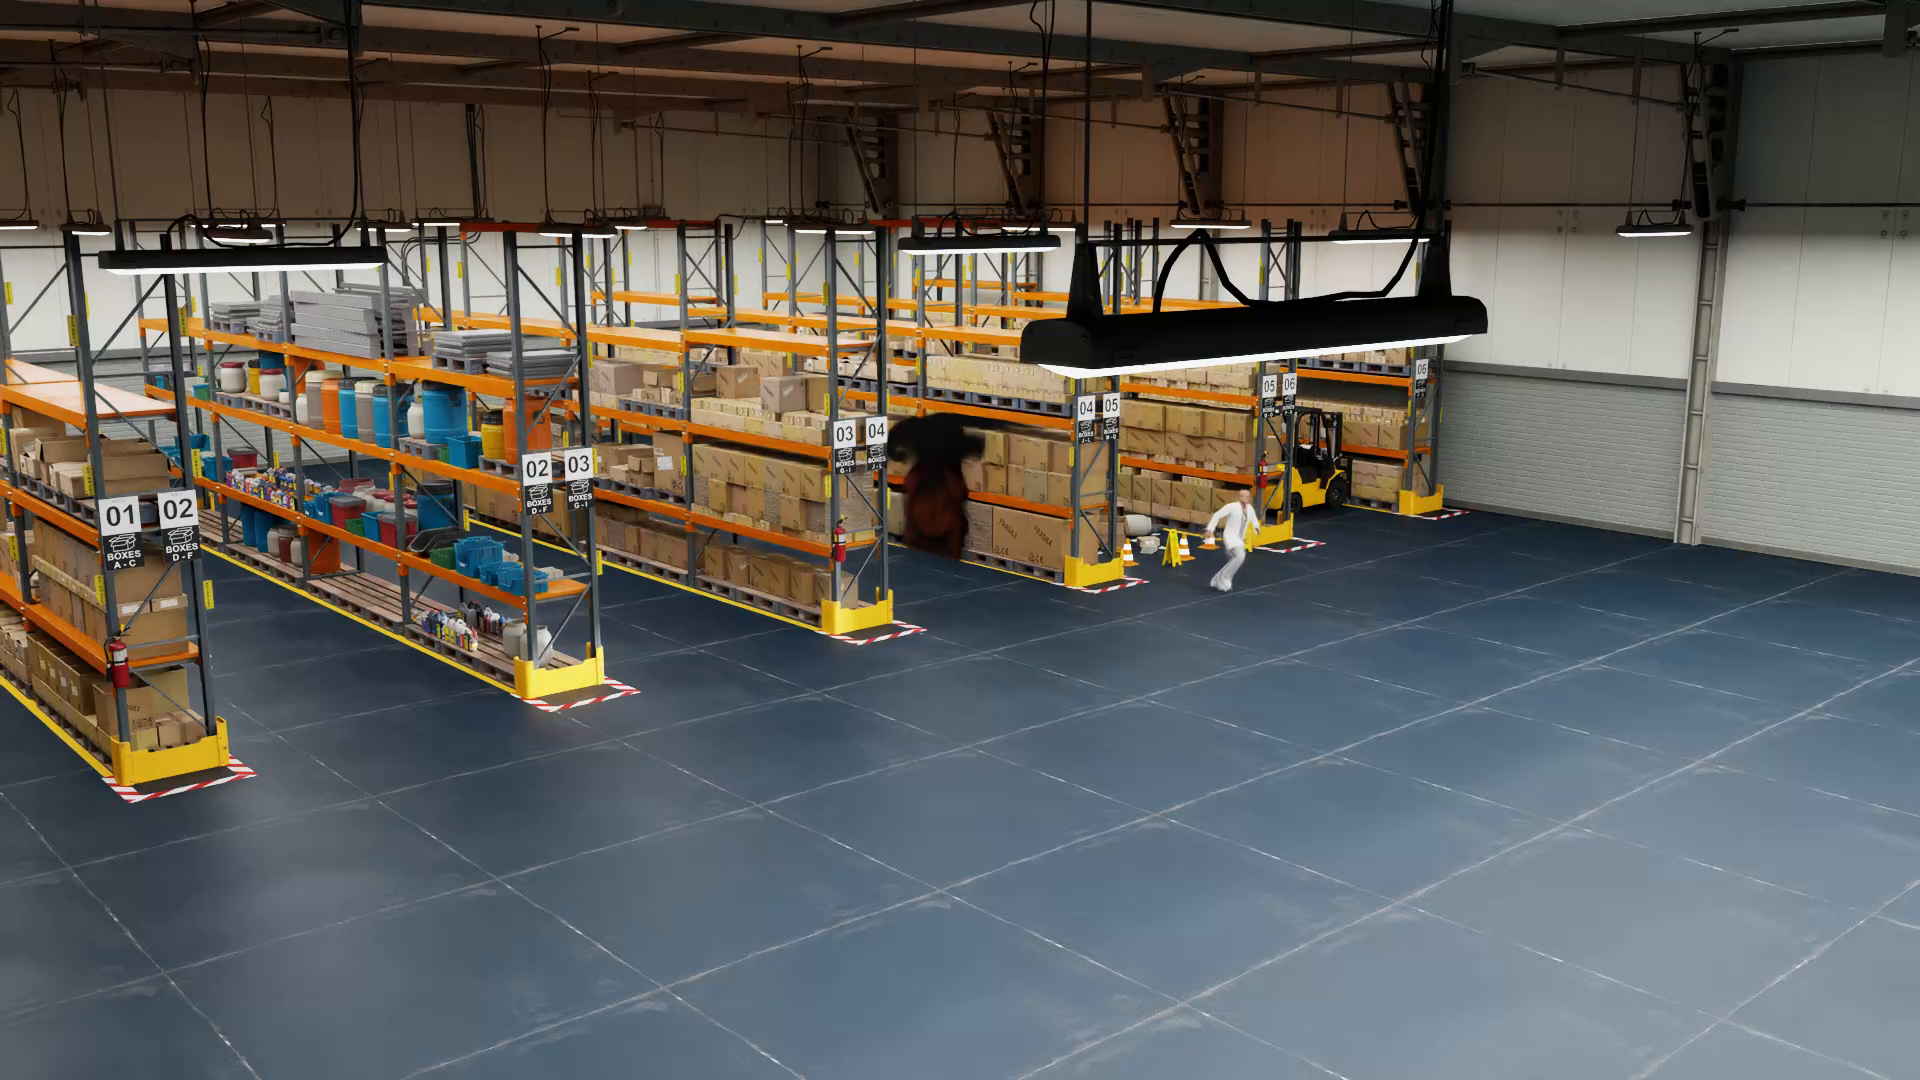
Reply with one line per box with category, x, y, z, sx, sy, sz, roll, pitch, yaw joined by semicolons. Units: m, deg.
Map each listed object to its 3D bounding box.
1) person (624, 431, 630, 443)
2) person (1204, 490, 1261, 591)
person;-8.642;-3.005;42.468;0.577;1.675;0.901;4;12;18
person;4.615;0.008;27.673;0.764;1.696;0.861;11;16;43
